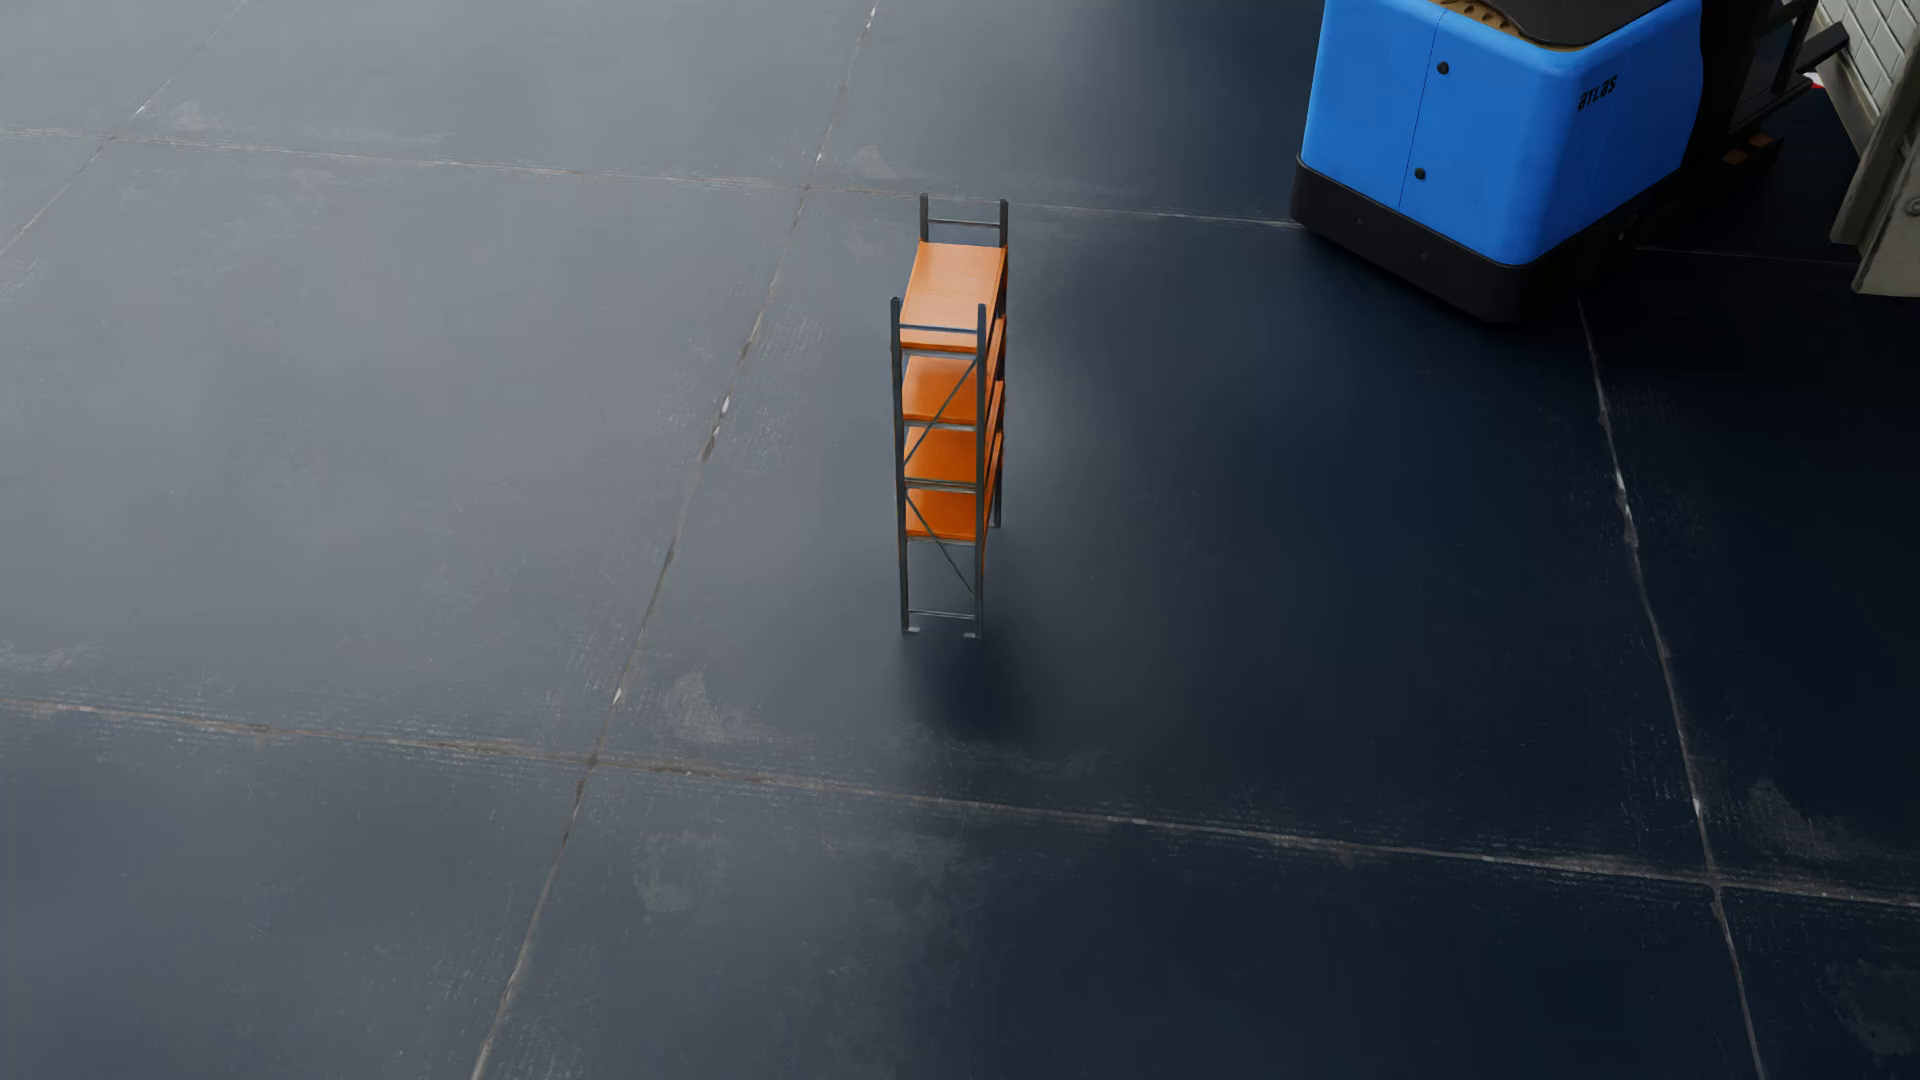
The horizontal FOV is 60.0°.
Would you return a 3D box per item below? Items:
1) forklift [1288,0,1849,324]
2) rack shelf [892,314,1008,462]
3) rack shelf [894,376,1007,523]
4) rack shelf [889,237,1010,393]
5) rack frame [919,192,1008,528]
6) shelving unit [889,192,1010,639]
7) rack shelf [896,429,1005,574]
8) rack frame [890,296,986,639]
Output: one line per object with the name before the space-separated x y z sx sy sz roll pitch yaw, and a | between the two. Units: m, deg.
forklift | 2.722 -2.716 5.987 3.031 2.935 1.130 -31 52 -29
rack shelf | -0.022 -0.436 4.611 0.258 0.148 0.480 5 44 6
rack shelf | -0.022 -0.274 4.765 0.258 0.148 0.480 5 44 6
rack shelf | -0.022 -0.608 4.448 0.258 0.148 0.480 5 44 6
rack frame | 0.010 -0.489 4.894 0.240 1.200 0.015 5 44 6
shelving unit | -0.022 -0.323 4.718 0.258 1.200 0.503 5 44 6
rack shelf | -0.022 -0.130 4.901 0.258 0.148 0.480 5 44 6
rack frame | -0.054 -0.157 4.543 0.240 1.200 0.015 5 44 6
